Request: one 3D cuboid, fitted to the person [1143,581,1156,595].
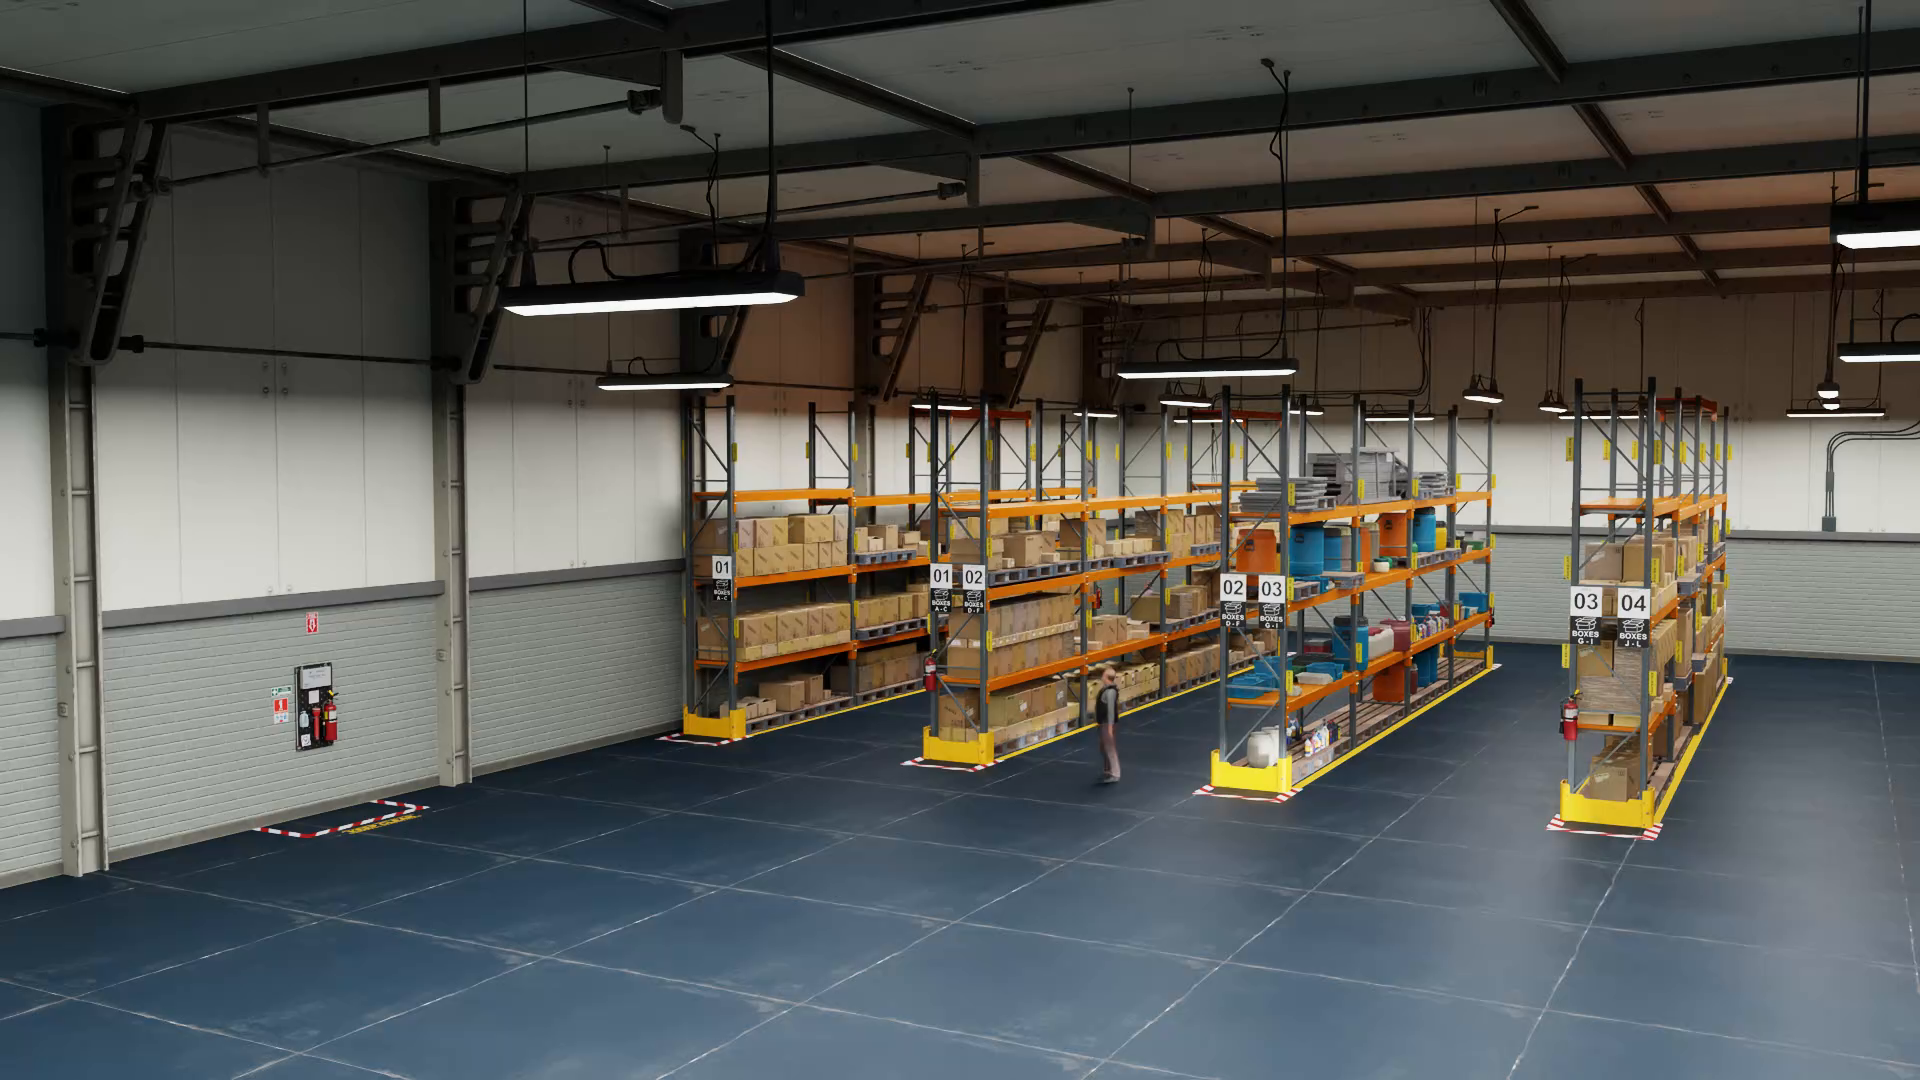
[{"bbox_3d":[5.019,1.897,43.938,0.478,1.619,0.347,0,3,3],"label":"person"}]

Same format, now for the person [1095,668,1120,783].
[{"bbox_3d":[2.232,2.820,25.291,0.387,1.760,0.577,0,3,-6],"label":"person"}]
